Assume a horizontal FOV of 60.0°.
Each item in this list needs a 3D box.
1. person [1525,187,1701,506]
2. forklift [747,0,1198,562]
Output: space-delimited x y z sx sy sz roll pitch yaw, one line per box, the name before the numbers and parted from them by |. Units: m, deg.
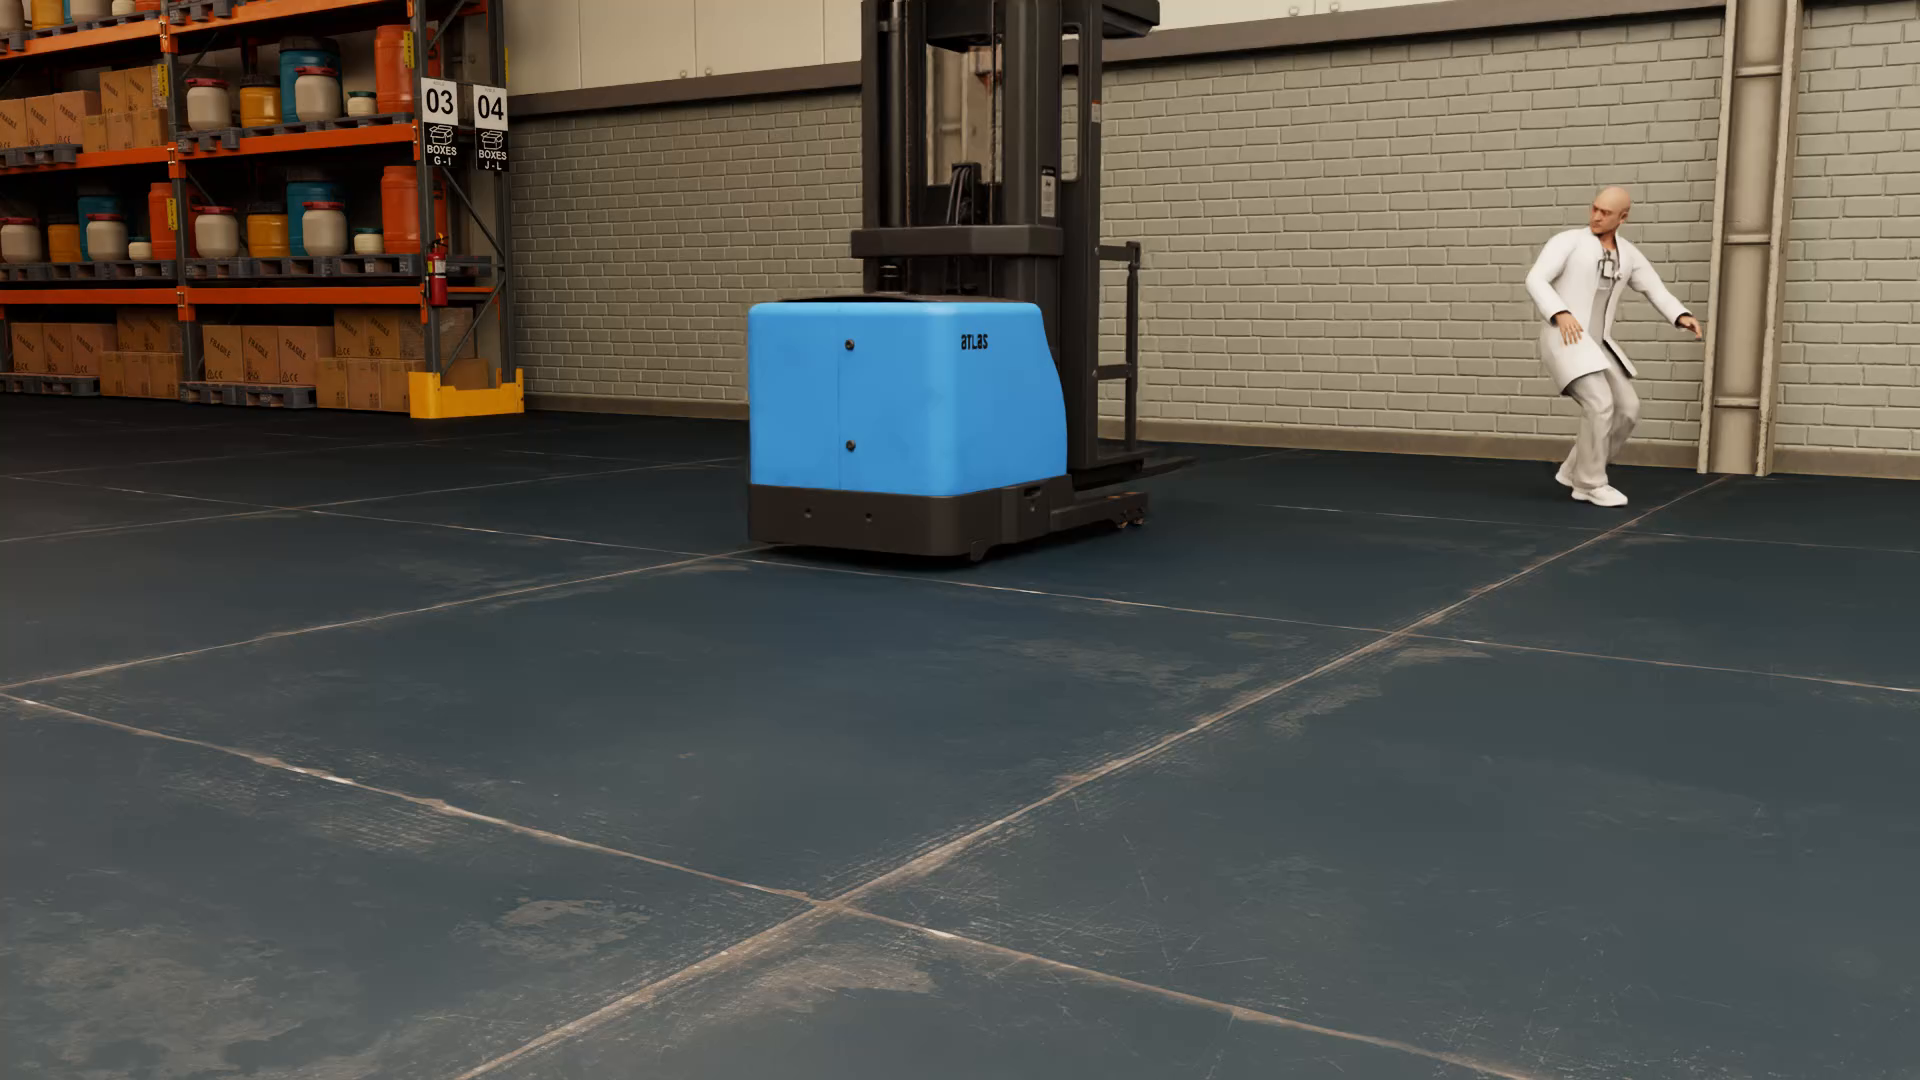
person | 3.471 -1.026 8.893 0.863 1.701 0.759 -5 9 -29
forklift | 0.268 -1.529 7.946 1.130 2.935 3.031 5 9 30
